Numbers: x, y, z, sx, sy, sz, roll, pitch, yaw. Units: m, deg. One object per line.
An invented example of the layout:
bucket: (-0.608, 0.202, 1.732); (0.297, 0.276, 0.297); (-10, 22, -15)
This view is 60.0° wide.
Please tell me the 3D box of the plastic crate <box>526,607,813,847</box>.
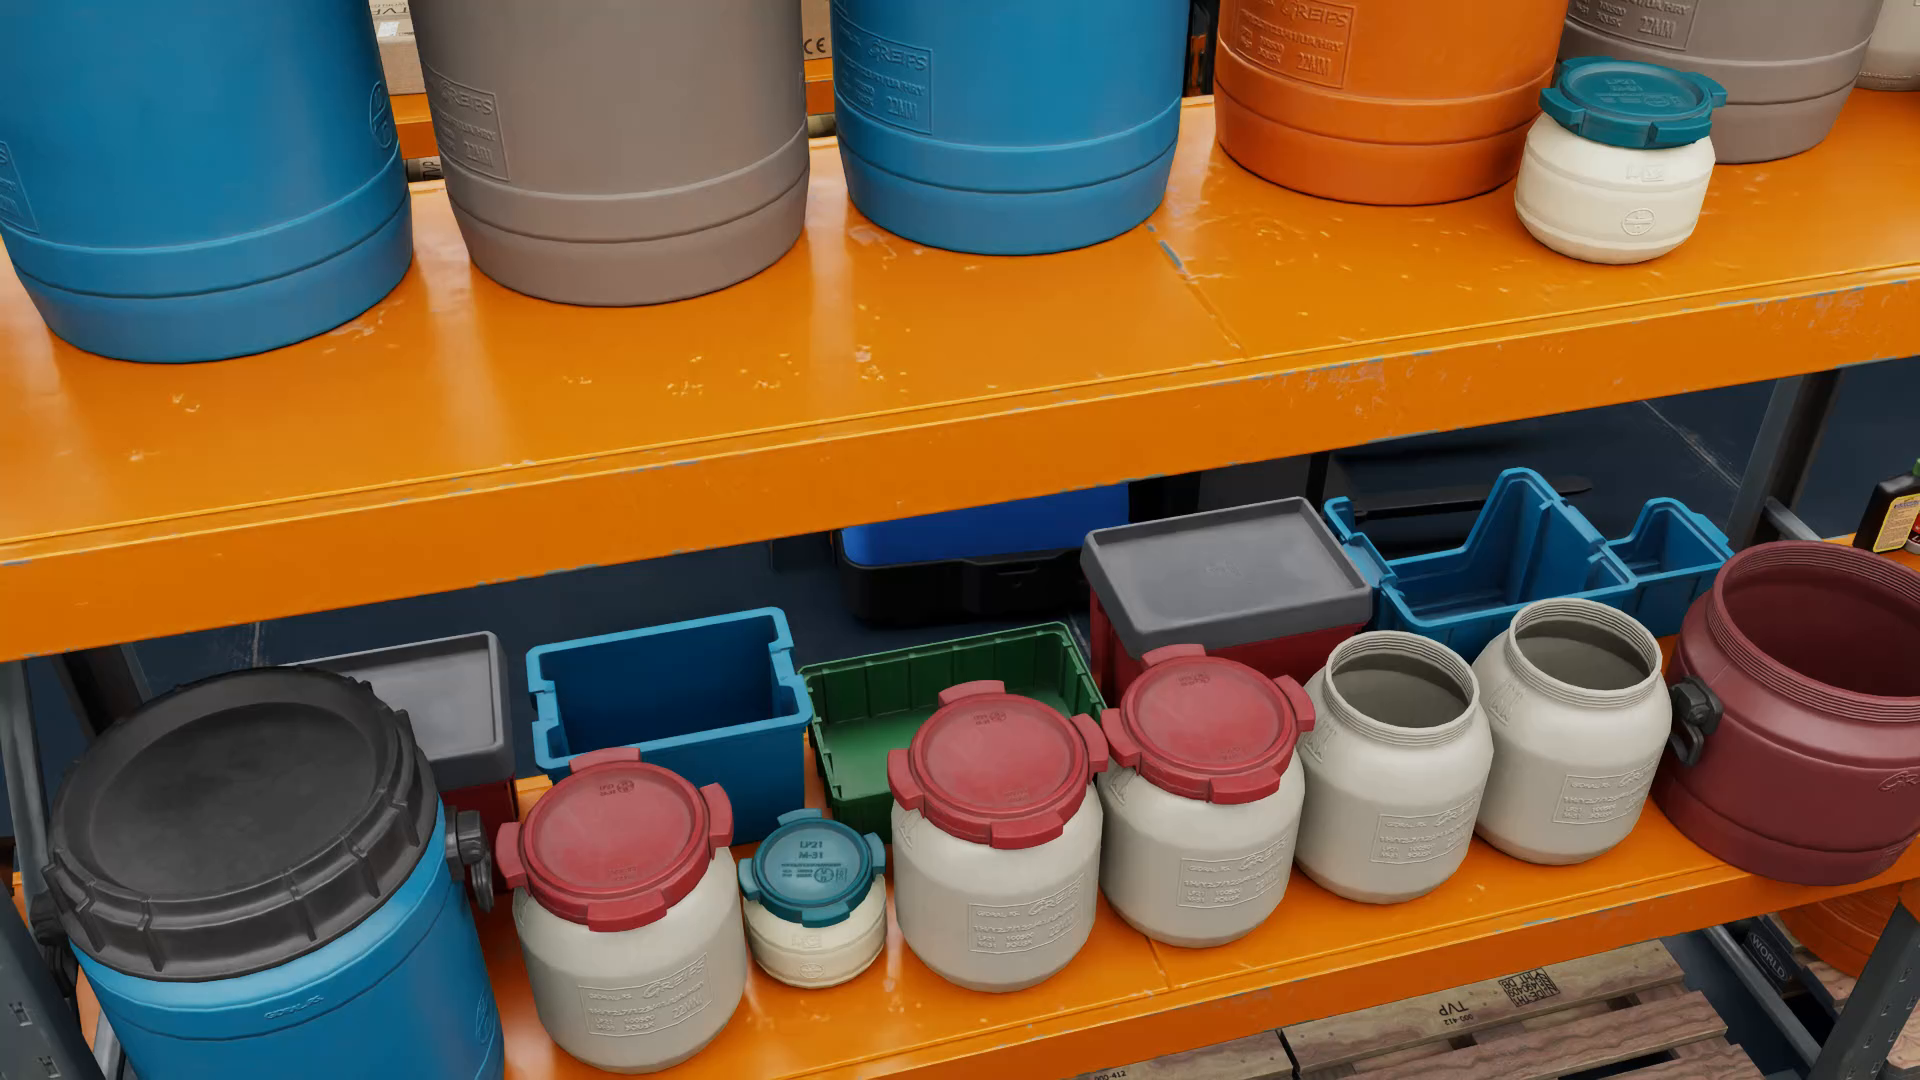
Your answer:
plastic crate: (-0.631, 0.460, 3.693); (0.575, 0.384, 0.392); (-9, 38, -12)

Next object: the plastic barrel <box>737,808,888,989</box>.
plastic barrel: (-0.297, 0.746, 3.420); (0.301, 0.262, 0.301); (0, 37, 0)

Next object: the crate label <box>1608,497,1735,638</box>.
crate label: (1.742, 0.091, 4.300); (0.416, 0.233, 0.303); (-9, 38, -12)

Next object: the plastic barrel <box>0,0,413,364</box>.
plastic barrel: (-1.181, -0.787, 2.429); (0.708, 0.901, 0.600); (-9, 38, -12)

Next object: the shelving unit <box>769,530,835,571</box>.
shelving unit: (-0.636, -0.364, 6.362); (0.252, 1.050, 0.215); (-5, 38, -7)

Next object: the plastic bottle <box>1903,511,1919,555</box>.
plastic bottle: (2.642, -0.066, 4.531); (0.097, 0.201, 0.097); (0, 37, 0)

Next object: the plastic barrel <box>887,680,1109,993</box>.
plastic barrel: (0.074, 0.618, 3.362); (0.433, 0.535, 0.433); (0, 37, 0)

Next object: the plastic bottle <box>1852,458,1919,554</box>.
plastic bottle: (2.526, -0.091, 4.496); (0.133, 0.283, 0.061); (-9, 38, -12)

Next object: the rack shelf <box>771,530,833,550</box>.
rack shelf: (-0.636, -0.135, 6.537); (0.240, 0.259, 0.215); (-5, 38, -7)

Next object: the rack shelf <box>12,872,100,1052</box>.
rack shelf: (-3.546, 1.413, 3.026); (4.000, 0.370, 1.077); (-9, 38, -12)

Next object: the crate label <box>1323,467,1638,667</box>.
crate label: (1.217, 0.162, 4.040); (0.616, 0.435, 0.502); (-9, 38, -12)

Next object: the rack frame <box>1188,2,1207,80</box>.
rack frame: (0.959, -2.729, 7.848); (0.127, 3.000, 1.000); (-9, 38, -12)

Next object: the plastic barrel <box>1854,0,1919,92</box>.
plastic barrel: (1.867, -1.189, 3.275); (0.421, 0.512, 0.421); (0, 37, 0)

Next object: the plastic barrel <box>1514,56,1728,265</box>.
plastic barrel: (1.080, -0.621, 2.738); (0.301, 0.262, 0.301); (0, 37, 0)

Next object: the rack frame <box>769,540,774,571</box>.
rack frame: (-0.757, -0.353, 6.347); (0.008, 1.050, 0.200); (-5, 38, -7)

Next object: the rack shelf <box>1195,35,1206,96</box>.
rack shelf: (2.890, -2.760, 8.481); (4.000, 0.370, 1.077); (-9, 38, -12)

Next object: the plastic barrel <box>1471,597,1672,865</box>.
plastic barrel: (1.309, 0.421, 3.639); (0.421, 0.512, 0.421); (0, 37, 0)

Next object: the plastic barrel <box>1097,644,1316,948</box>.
plastic barrel: (0.492, 0.549, 3.451); (0.433, 0.535, 0.433); (0, 37, 0)

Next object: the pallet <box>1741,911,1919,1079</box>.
pallet: (2.997, 1.136, 5.092); (1.213, 0.211, 1.003); (-9, 38, -12)

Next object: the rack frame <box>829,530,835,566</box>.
rack frame: (-0.515, -0.375, 6.377); (0.008, 1.050, 0.200); (-5, 38, -7)

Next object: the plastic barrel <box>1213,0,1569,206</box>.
plastic barrel: (0.766, -1.078, 2.868); (0.708, 0.830, 0.600); (-9, 38, -12)

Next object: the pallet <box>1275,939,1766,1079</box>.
pallet: (1.489, 1.385, 4.766); (1.213, 0.211, 1.003); (-9, 38, -12)

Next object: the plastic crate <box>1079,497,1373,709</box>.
plastic crate: (0.607, 0.228, 3.930); (0.583, 0.464, 0.402); (-9, 38, -12)

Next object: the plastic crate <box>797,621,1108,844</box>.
plastic crate: (-0.007, 0.454, 3.863); (0.662, 0.188, 0.450); (-9, 38, -12)

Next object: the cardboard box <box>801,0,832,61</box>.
cardboard box: (-0.657, -2.493, 7.458); (0.500, 0.500, 0.500); (-11, 39, -14)

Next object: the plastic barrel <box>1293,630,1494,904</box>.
plastic barrel: (0.902, 0.488, 3.551); (0.421, 0.512, 0.421); (0, 37, 0)

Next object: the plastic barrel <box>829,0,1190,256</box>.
plastic barrel: (0.082, -0.995, 2.700); (0.708, 0.901, 0.600); (-9, 38, -12)

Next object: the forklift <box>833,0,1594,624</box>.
forklift: (0.994, -1.258, 5.982); (3.031, 2.935, 1.130); (-5, 38, -7)

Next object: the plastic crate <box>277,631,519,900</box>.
plastic crate: (-1.227, 0.529, 3.537); (0.583, 0.464, 0.402); (-9, 38, -12)

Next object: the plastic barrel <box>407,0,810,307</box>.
plastic barrel: (-0.549, -0.891, 2.565); (0.600, 0.901, 0.600); (0, 37, 0)

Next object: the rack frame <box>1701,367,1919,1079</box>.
rack frame: (2.247, 0.177, 4.049); (0.127, 3.000, 1.000); (-9, 38, -12)

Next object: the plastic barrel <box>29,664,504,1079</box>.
plastic barrel: (-1.163, 0.728, 2.916); (0.708, 0.901, 0.600); (-9, 38, -12)

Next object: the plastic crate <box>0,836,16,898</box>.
plastic crate: (-2.154, 0.844, 3.229); (0.504, 0.338, 0.767); (-9, 38, -12)

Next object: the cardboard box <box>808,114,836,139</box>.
cardboard box: (-0.621, -1.948, 8.283); (0.500, 0.311, 0.500); (-10, 39, -13)

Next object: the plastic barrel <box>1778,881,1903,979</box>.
plastic barrel: (2.714, 0.785, 4.696); (0.708, 0.830, 0.600); (-9, 38, -12)

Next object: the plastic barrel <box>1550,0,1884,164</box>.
plastic barrel: (1.397, -1.210, 2.982); (0.600, 0.901, 0.600); (0, 37, 0)

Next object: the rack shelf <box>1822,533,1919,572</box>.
rack shelf: (4.177, 0.146, 4.682); (4.000, 0.370, 1.077); (-9, 38, -12)

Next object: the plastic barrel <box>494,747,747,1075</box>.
plastic barrel: (-0.634, 0.734, 3.210); (0.433, 0.535, 0.433); (0, 37, 0)

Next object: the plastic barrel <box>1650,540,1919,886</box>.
plastic barrel: (1.878, 0.374, 3.680); (0.708, 0.536, 0.600); (-9, 38, -12)

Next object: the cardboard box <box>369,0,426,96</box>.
cardboard box: (-2.439, -2.139, 7.201); (0.500, 0.250, 0.500); (-7, 38, -9)

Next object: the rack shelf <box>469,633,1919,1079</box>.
rack shelf: (0.316, 0.780, 3.854); (4.000, 0.370, 1.077); (-9, 38, -12)

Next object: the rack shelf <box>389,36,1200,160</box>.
rack shelf: (-0.972, -2.126, 7.653); (4.000, 0.370, 1.077); (-9, 38, -12)

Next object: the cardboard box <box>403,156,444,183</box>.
cardboard box: (-2.587, -1.625, 7.861); (0.500, 0.311, 0.500); (-9, 38, -12)

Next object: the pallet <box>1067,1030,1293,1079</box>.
pallet: (0.313, 1.576, 4.516); (1.213, 0.211, 1.003); (-9, 38, -12)

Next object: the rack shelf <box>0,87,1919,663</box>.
rack shelf: (0.316, -0.412, 2.942); (4.000, 0.370, 1.077); (-9, 38, -12)
